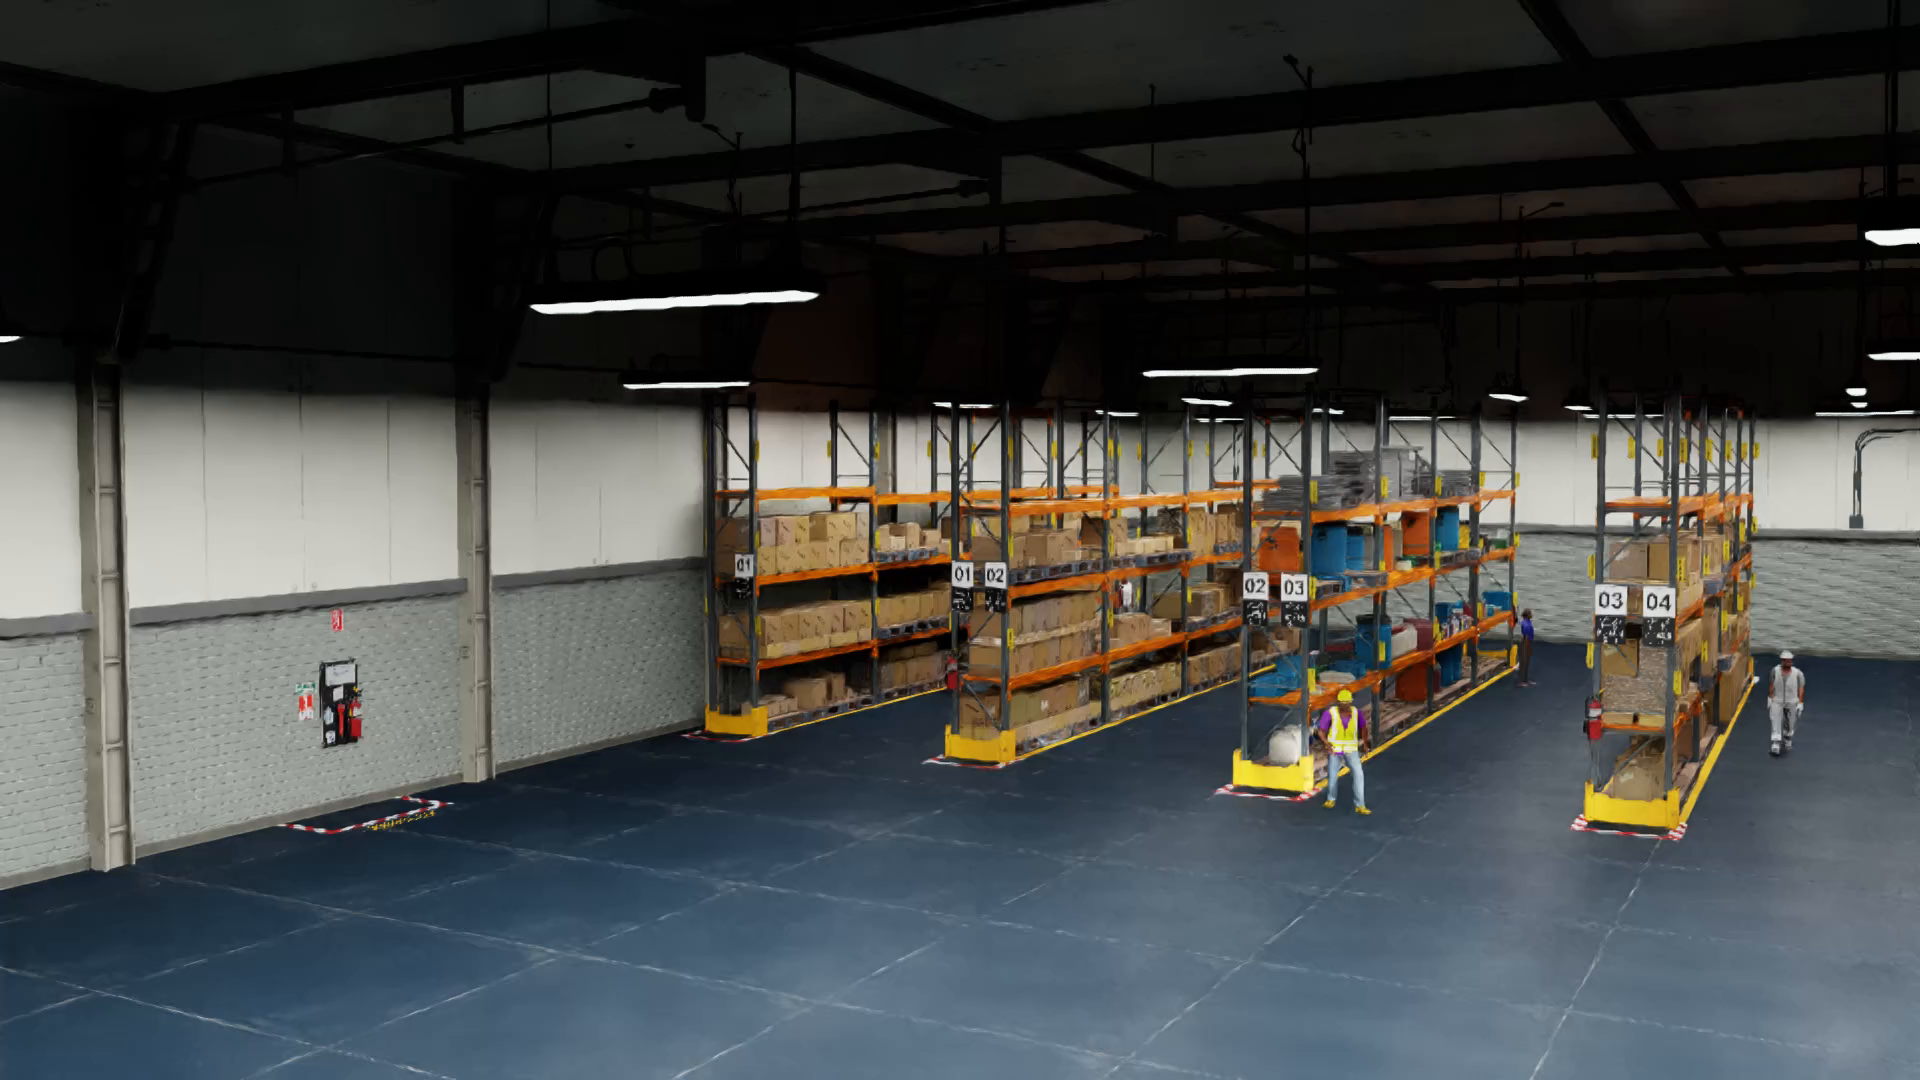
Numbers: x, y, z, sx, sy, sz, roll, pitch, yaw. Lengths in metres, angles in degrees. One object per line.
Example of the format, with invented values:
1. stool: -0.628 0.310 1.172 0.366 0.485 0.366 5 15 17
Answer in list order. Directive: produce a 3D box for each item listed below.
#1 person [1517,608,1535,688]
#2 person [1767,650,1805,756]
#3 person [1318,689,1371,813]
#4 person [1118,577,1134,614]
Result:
1. person: 11.964 2.259 35.124 0.372 1.665 0.606 1 3 17
2. person: 13.562 2.656 27.317 0.550 1.709 1.127 2 3 26
3. person: 5.306 2.897 23.016 0.706 1.697 0.801 0 3 9
4. person: 4.432 1.705 44.521 0.731 1.758 0.533 -1 3 -25
